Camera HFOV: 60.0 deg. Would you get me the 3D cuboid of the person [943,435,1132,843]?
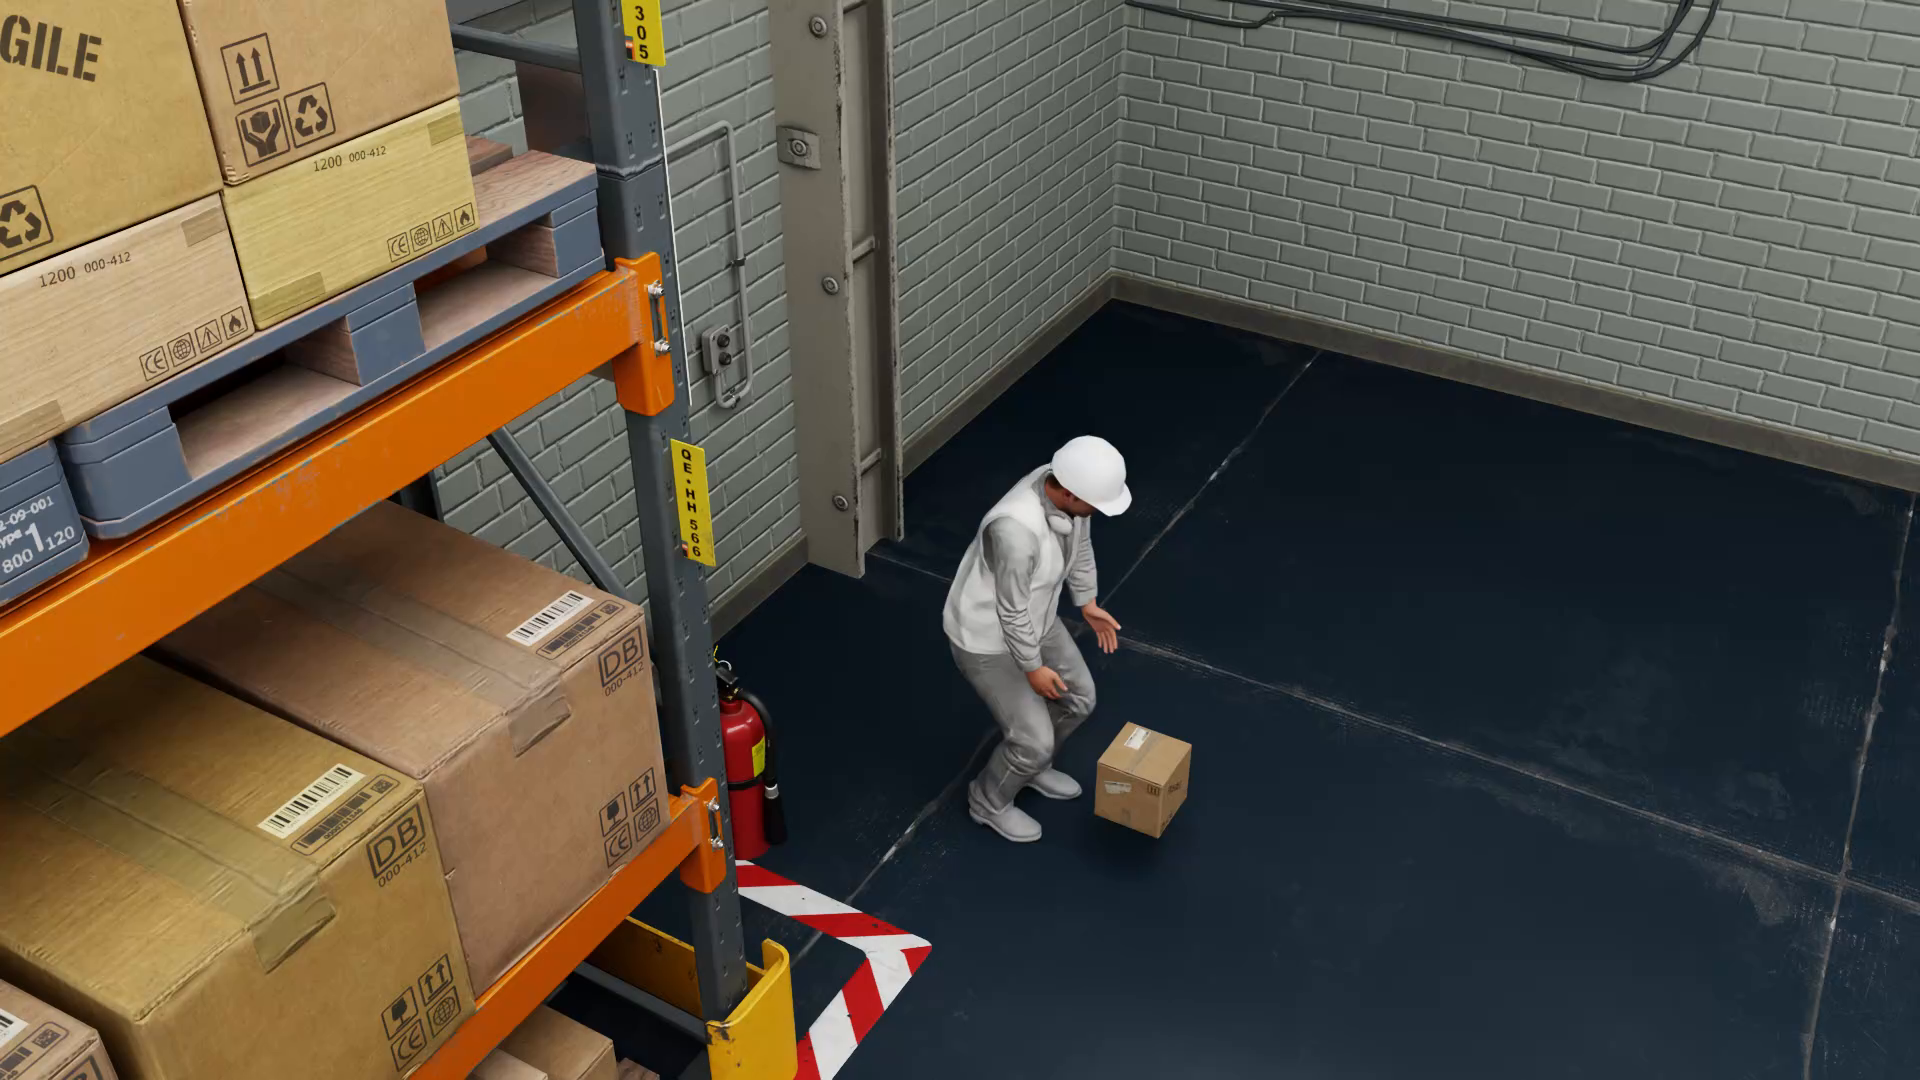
[{"bbox_3d":[0.275,0.308,5.798,0.594,1.628,0.581,18,38,25],"label":"person"}]
